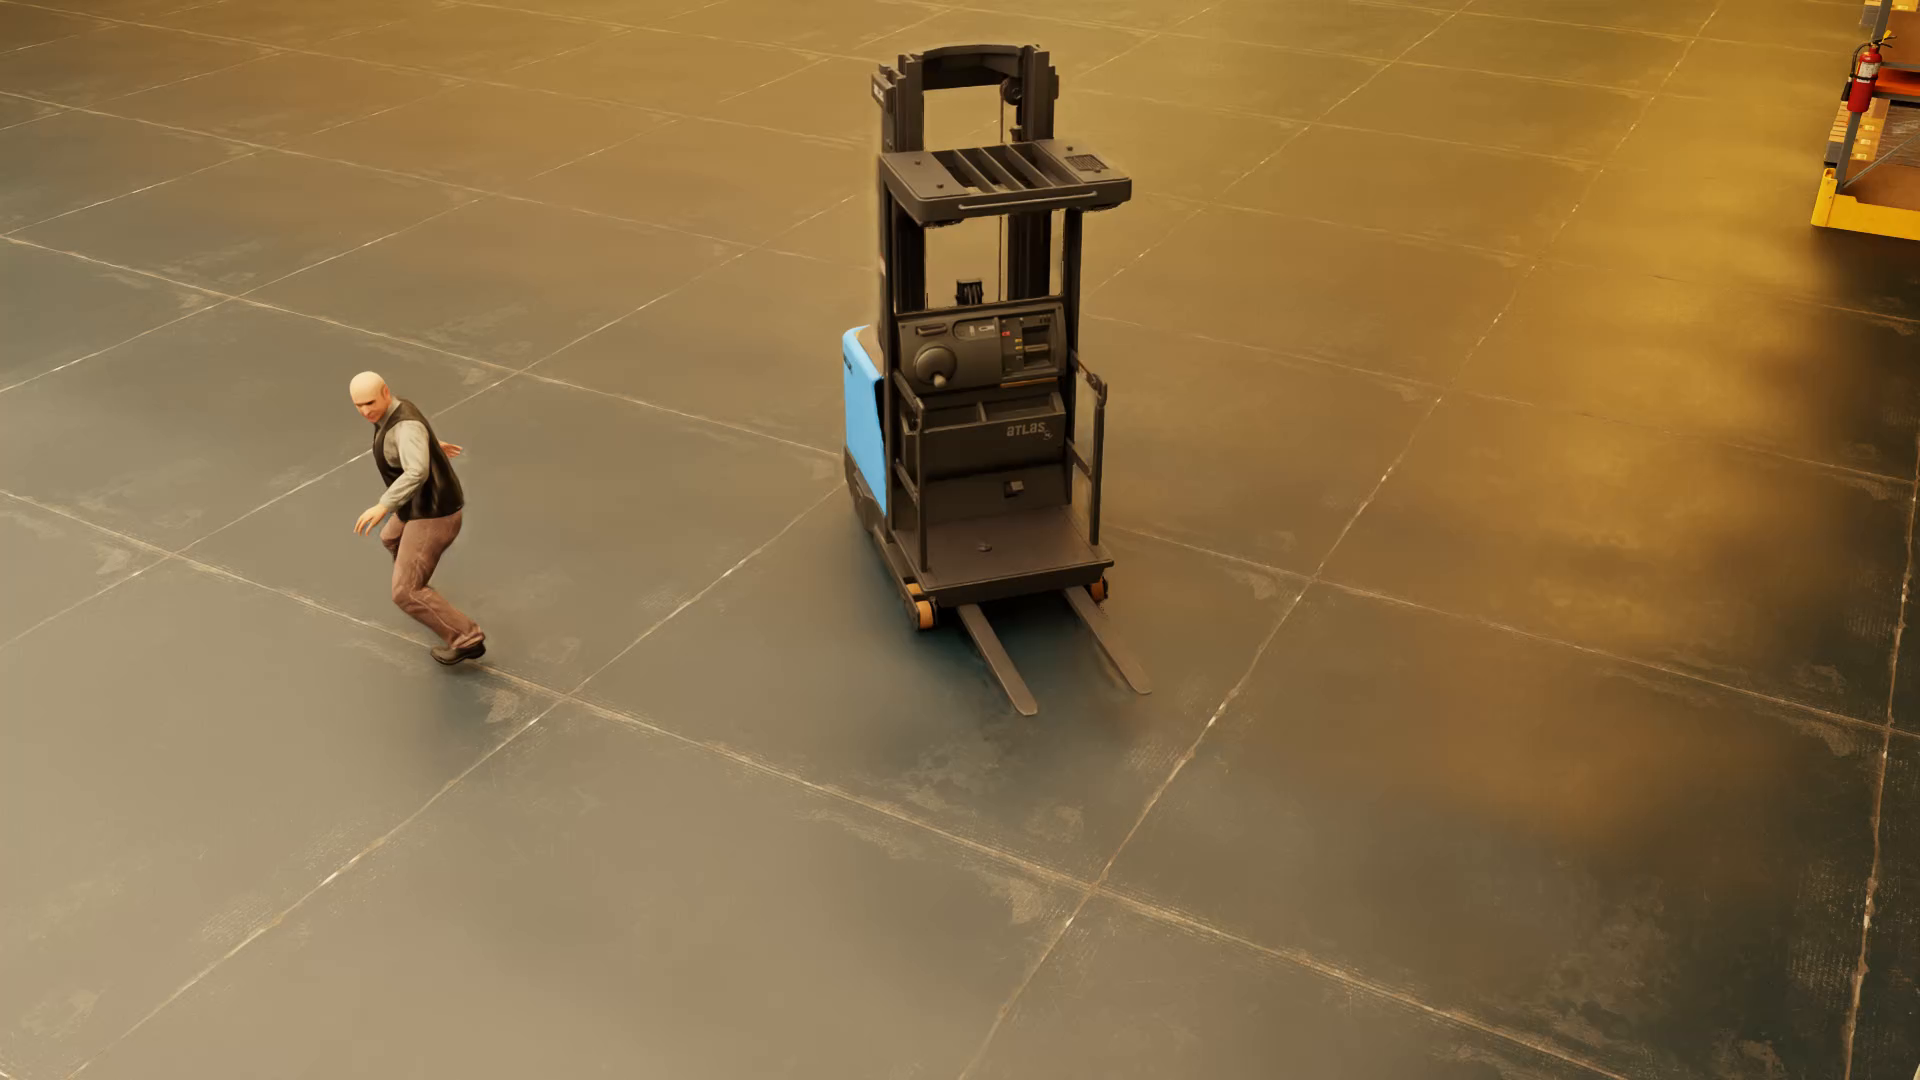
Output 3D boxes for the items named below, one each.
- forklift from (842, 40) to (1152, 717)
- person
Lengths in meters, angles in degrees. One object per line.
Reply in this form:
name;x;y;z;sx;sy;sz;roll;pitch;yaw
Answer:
forklift;0.191;-0.995;8.794;1.130;2.935;3.031;-9;31;-15
person;-2.886;-0.154;8.813;0.552;1.670;1.079;-9;31;-15
